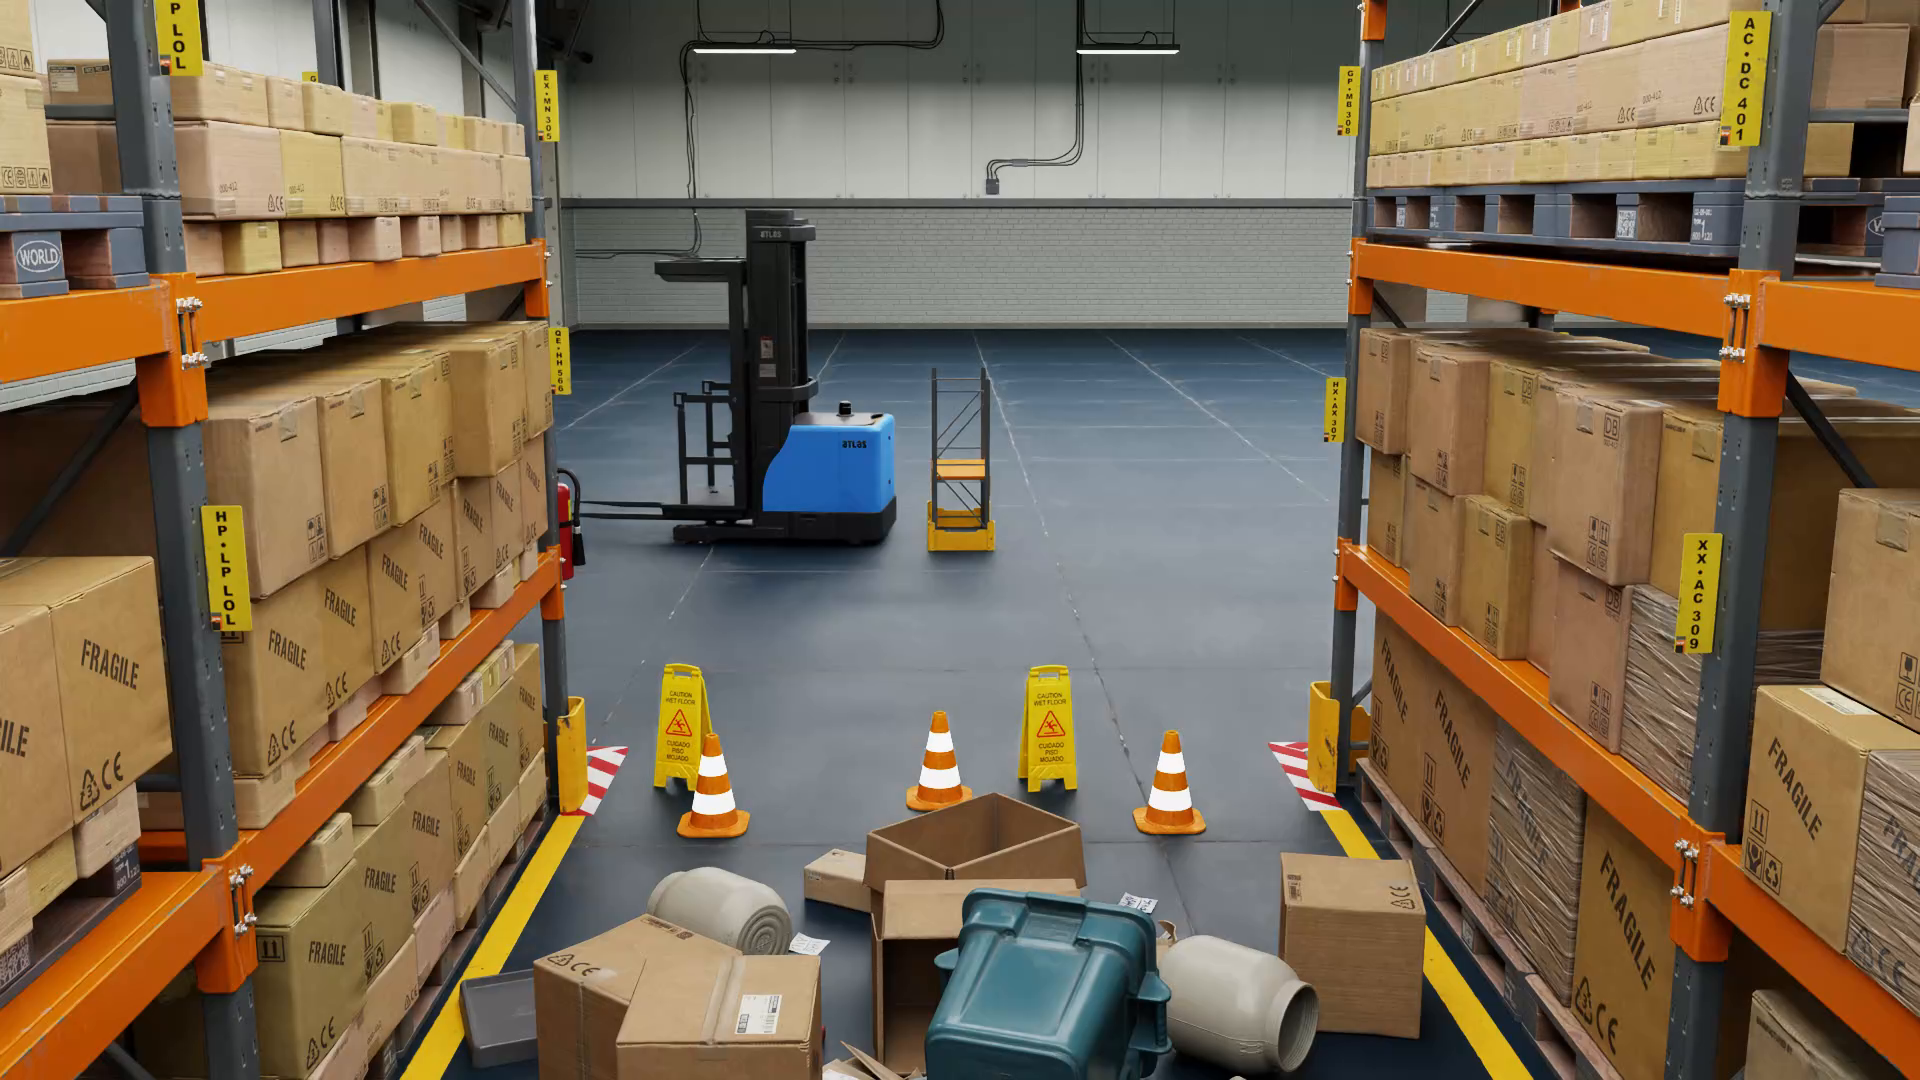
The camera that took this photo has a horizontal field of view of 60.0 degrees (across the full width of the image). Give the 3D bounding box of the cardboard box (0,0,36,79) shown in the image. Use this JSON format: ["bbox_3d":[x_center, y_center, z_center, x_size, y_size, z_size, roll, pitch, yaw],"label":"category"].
[{"bbox_3d":[-2.285,-1.089,3.400,0.500,0.250,0.500,0,11,0],"label":"cardboard box"}]

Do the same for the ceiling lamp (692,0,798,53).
[{"bbox_3d":[-4.148,-11.004,31.983,2.000,3.185,0.800,0,11,-1],"label":"ceiling lamp"}]

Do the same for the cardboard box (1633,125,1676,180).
[{"bbox_3d":[2.190,-1.119,4.812,0.380,0.149,0.250,0,11,0],"label":"cardboard box"}]

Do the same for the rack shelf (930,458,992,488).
[{"bbox_3d":[-0.002,-0.576,15.029,0.538,0.185,1.000,0,11,-1],"label":"rack shelf"}]

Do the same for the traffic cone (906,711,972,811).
[{"bbox_3d":[-0.105,1.100,8.472,0.336,0.463,0.334,0,11,-1],"label":"traffic cone"}]

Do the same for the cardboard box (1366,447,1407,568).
[{"bbox_3d":[2.493,-0.191,8.081,0.875,0.550,0.550,0,11,-1],"label":"cardboard box"}]

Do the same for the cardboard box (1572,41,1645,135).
[{"bbox_3d":[2.246,-1.391,5.148,0.500,0.250,0.500,0,11,-1],"label":"cardboard box"}]

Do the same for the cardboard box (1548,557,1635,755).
[{"bbox_3d":[2.469,0.348,5.424,0.875,0.550,0.550,0,11,-1],"label":"cardboard box"}]

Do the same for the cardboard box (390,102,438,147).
[{"bbox_3d":[-2.139,-1.518,6.080,0.380,0.149,0.250,0,11,0],"label":"cardboard box"}]

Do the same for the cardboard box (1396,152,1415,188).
[{"bbox_3d":[2.137,-1.623,7.296,0.380,0.149,0.250,0,11,-1],"label":"cardboard box"}]

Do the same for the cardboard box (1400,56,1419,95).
[{"bbox_3d":[2.139,-2.016,7.225,0.380,0.149,0.250,0,11,-2],"label":"cardboard box"}]

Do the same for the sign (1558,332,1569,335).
[{"bbox_3d":[2.983,-0.875,8.318,0.100,0.325,0.005,0,11,-1],"label":"sign"}]

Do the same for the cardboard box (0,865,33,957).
[{"bbox_3d":[-2.108,0.766,3.314,0.380,0.149,0.250,0,11,-2],"label":"cardboard box"}]

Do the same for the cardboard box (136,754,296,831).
[{"bbox_3d":[-2.110,0.703,4.680,0.380,0.149,0.250,0,11,-1],"label":"cardboard box"}]

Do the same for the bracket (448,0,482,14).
[{"bbox_3d":[-8.435,-8.870,27.093,0.076,0.066,4.783,0,11,-1],"label":"bracket"}]

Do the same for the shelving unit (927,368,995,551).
[{"bbox_3d":[-0.002,-0.750,14.985,0.587,1.500,1.083,0,11,-1],"label":"shelving unit"}]

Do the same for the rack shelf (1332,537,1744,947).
[{"bbox_3d":[2.481,0.559,6.571,1.077,0.370,4.000,0,11,-1],"label":"rack shelf"}]

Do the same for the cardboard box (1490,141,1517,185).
[{"bbox_3d":[2.163,-1.373,6.060,0.380,0.149,0.250,0,11,-1],"label":"cardboard box"}]

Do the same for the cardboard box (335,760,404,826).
[{"bbox_3d":[-2.121,0.855,5.644,0.380,0.149,0.250,0,11,1],"label":"cardboard box"}]

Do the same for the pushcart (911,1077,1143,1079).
[{"bbox_3d":[-0.146,1.910,4.696,1.648,0.377,0.936,-4,12,-21],"label":"pushcart"}]

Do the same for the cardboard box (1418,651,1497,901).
[{"bbox_3d":[2.541,0.953,7.103,0.875,0.875,0.875,0,11,-2],"label":"cardboard box"}]

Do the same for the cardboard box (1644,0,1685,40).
[{"bbox_3d":[2.192,-1.511,4.735,0.380,0.149,0.250,0,11,-1],"label":"cardboard box"}]

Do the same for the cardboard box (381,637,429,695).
[{"bbox_3d":[-2.127,0.449,5.934,0.380,0.149,0.250,0,11,-1],"label":"cardboard box"}]

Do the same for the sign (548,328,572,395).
[{"bbox_3d":[-1.951,-0.872,8.105,0.100,0.325,0.005,0,11,-1],"label":"sign"}]

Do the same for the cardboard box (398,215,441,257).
[{"bbox_3d":[-2.143,-1.123,6.138,0.380,0.149,0.250,0,11,-2],"label":"cardboard box"}]

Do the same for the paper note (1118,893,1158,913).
[{"bbox_3d":[0.774,1.575,7.224,0.144,0.017,0.142,4,12,18],"label":"paper note"}]

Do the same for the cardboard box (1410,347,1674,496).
[{"bbox_3d":[2.388,-0.500,6.884,0.875,0.550,0.550,0,11,-1],"label":"cardboard box"}]

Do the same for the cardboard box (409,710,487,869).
[{"bbox_3d":[-2.212,0.985,6.631,0.500,0.500,0.500,-1,11,-2],"label":"cardboard box"}]

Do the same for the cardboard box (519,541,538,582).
[{"bbox_3d":[-2.169,0.095,7.677,0.380,0.149,0.250,0,11,-2],"label":"cardboard box"}]

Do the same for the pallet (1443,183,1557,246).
[{"bbox_3d":[2.494,-1.228,6.244,1.003,0.211,1.213,0,11,-1],"label":"pallet"}]

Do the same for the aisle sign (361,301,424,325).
[{"bbox_3d":[-2.818,-1.436,8.056,0.394,0.787,0.004,0,11,-1],"label":"aisle sign"}]

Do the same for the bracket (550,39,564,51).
[{"bbox_3d":[-8.612,-10.574,35.496,0.235,0.232,0.430,0,11,-1],"label":"bracket"}]

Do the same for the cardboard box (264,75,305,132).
[{"bbox_3d":[-2.135,-1.262,4.816,0.380,0.149,0.250,-1,11,-3],"label":"cardboard box"}]

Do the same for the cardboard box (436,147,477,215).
[{"bbox_3d":[-2.202,-1.390,6.450,0.500,0.250,0.500,0,11,0],"label":"cardboard box"}]

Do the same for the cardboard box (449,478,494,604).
[{"bbox_3d":[-2.207,-0.040,6.713,0.500,0.500,0.500,0,11,-1],"label":"cardboard box"}]

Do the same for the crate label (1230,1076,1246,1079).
[{"bbox_3d":[0.907,1.880,5.447,0.298,0.136,0.250,-10,15,-40],"label":"crate label"}]

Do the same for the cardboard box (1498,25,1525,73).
[{"bbox_3d":[2.165,-1.762,5.975,0.380,0.149,0.250,0,11,0],"label":"cardboard box"}]

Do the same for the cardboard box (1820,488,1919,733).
[{"bbox_3d":[2.539,0.163,3.944,0.700,0.500,0.500,0,11,-2],"label":"cardboard box"}]

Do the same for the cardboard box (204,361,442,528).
[{"bbox_3d":[-2.188,-0.331,5.630,0.700,0.500,0.500,0,11,-2],"label":"cardboard box"}]

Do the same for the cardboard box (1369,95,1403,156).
[{"bbox_3d":[2.194,-1.892,7.616,0.500,0.250,0.500,0,11,-1],"label":"cardboard box"}]

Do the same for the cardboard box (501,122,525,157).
[{"bbox_3d":[-2.205,-1.823,7.582,0.380,0.149,0.250,0,11,-1],"label":"cardboard box"}]

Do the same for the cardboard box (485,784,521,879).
[{"bbox_3d":[-2.218,1.253,7.197,0.500,0.250,0.500,0,11,-1],"label":"cardboard box"}]

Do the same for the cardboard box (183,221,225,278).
[{"bbox_3d":[-2.183,-0.767,4.381,0.380,0.149,0.250,0,11,-2],"label":"cardboard box"}]

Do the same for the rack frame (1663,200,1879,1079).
[{"bbox_3d":[2.523,0.604,4.540,1.000,3.000,0.127,0,11,-1],"label":"rack frame"}]

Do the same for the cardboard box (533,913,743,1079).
[{"bbox_3d":[-1.086,1.649,5.666,0.500,0.500,0.500,9,15,38],"label":"cardboard box"}]

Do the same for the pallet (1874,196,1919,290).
[{"bbox_3d":[2.591,-0.591,3.363,0.805,0.209,1.217,-1,11,-3],"label":"pallet"}]

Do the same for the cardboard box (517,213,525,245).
[{"bbox_3d":[-2.220,-1.428,7.642,0.380,0.149,0.250,0,11,-1],"label":"cardboard box"}]

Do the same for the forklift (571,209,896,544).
[{"bbox_3d":[-2.149,-1.500,15.081,3.031,2.935,1.130,1,12,6],"label":"forklift"}]

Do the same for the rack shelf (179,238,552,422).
[{"bbox_3d":[-2.465,-0.871,6.073,1.077,0.370,4.000,0,11,-1],"label":"rack shelf"}]

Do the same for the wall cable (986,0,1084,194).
[{"bbox_3d":[1.777,-11.185,39.005,2.305,6.003,0.169,0,11,-1],"label":"wall cable"}]
